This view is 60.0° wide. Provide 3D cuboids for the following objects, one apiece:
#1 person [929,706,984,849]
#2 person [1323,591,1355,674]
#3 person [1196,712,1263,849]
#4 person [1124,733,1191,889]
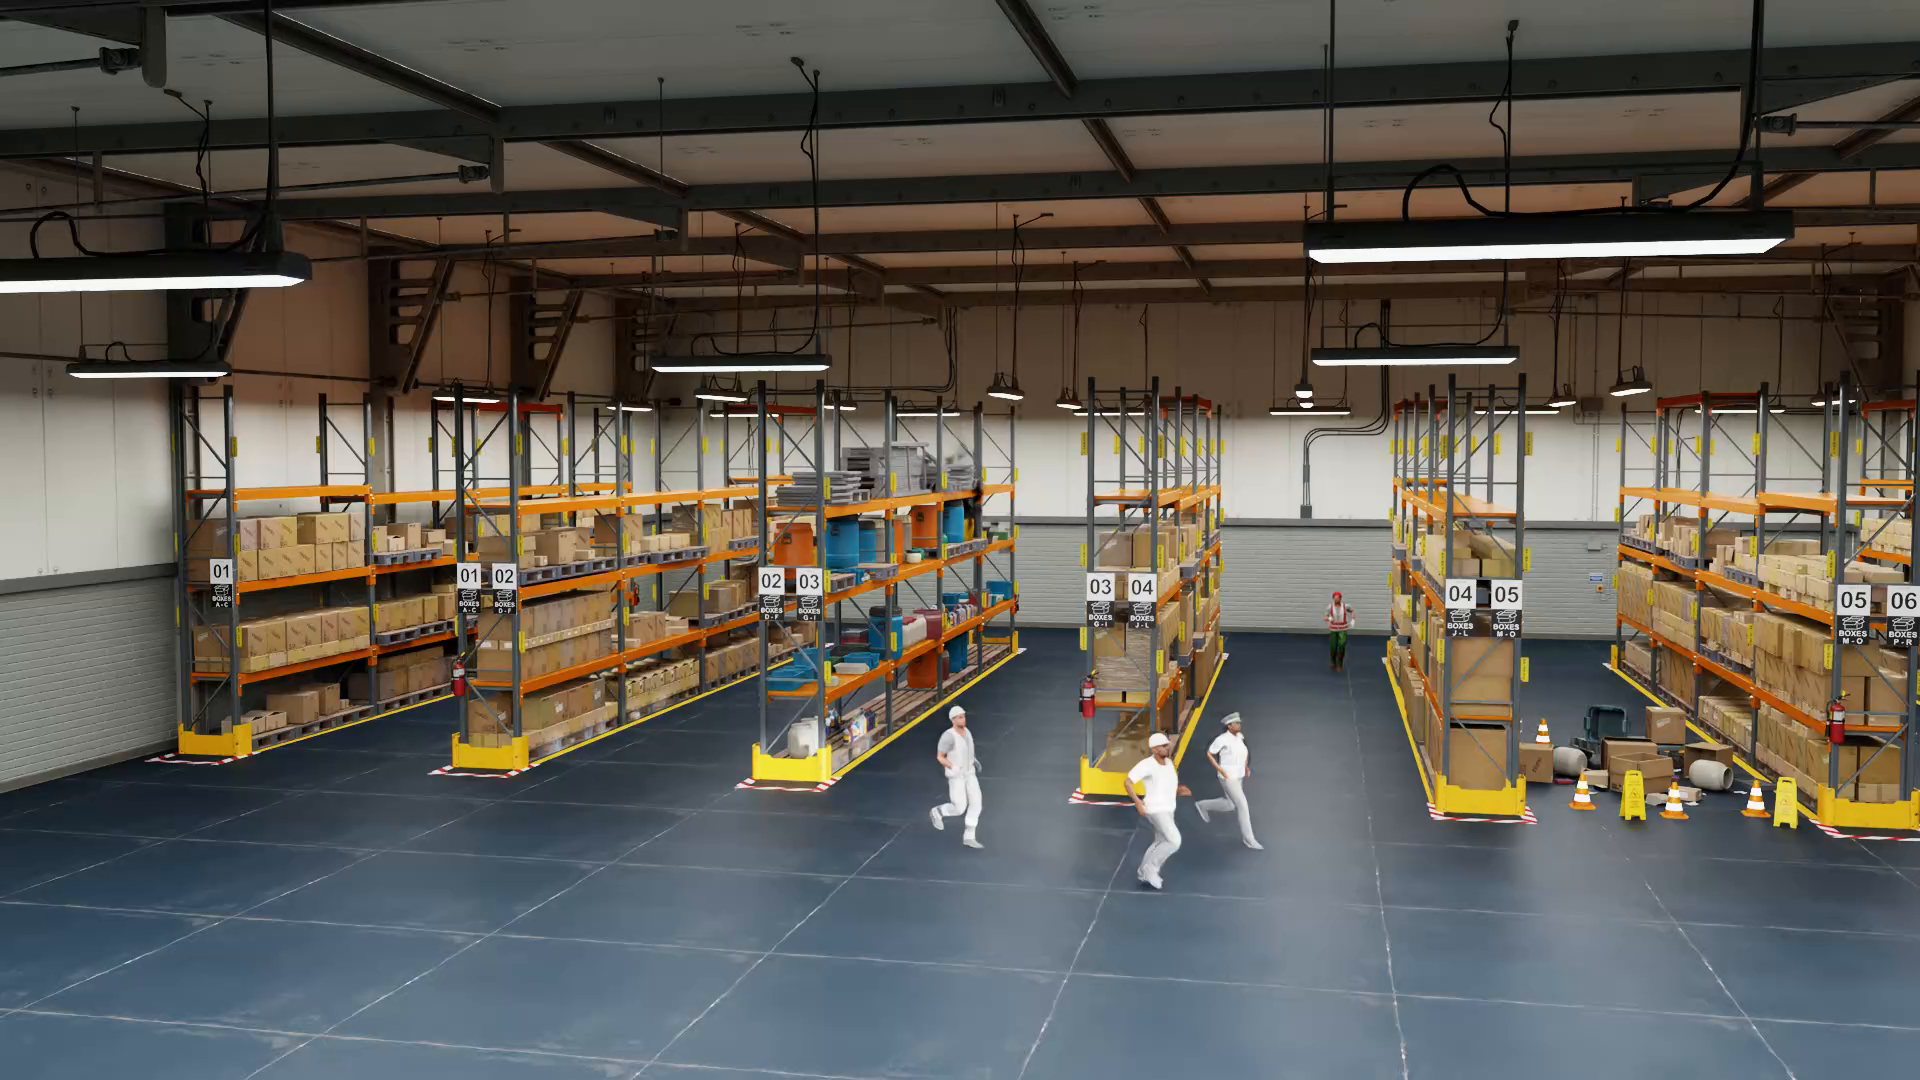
[{"bbox_3d":[-0.014,2.965,20.951,0.825,1.754,0.668,3,4,42],"label":"person"},{"bbox_3d":[8.422,2.042,36.968,0.676,1.819,0.906,1,3,17],"label":"person"},{"bbox_3d":[3.405,3.013,21.054,1.032,1.708,0.545,3,4,39],"label":"person"},{"bbox_3d":[2.293,3.063,18.817,0.662,1.742,0.676,2,4,37],"label":"person"}]
